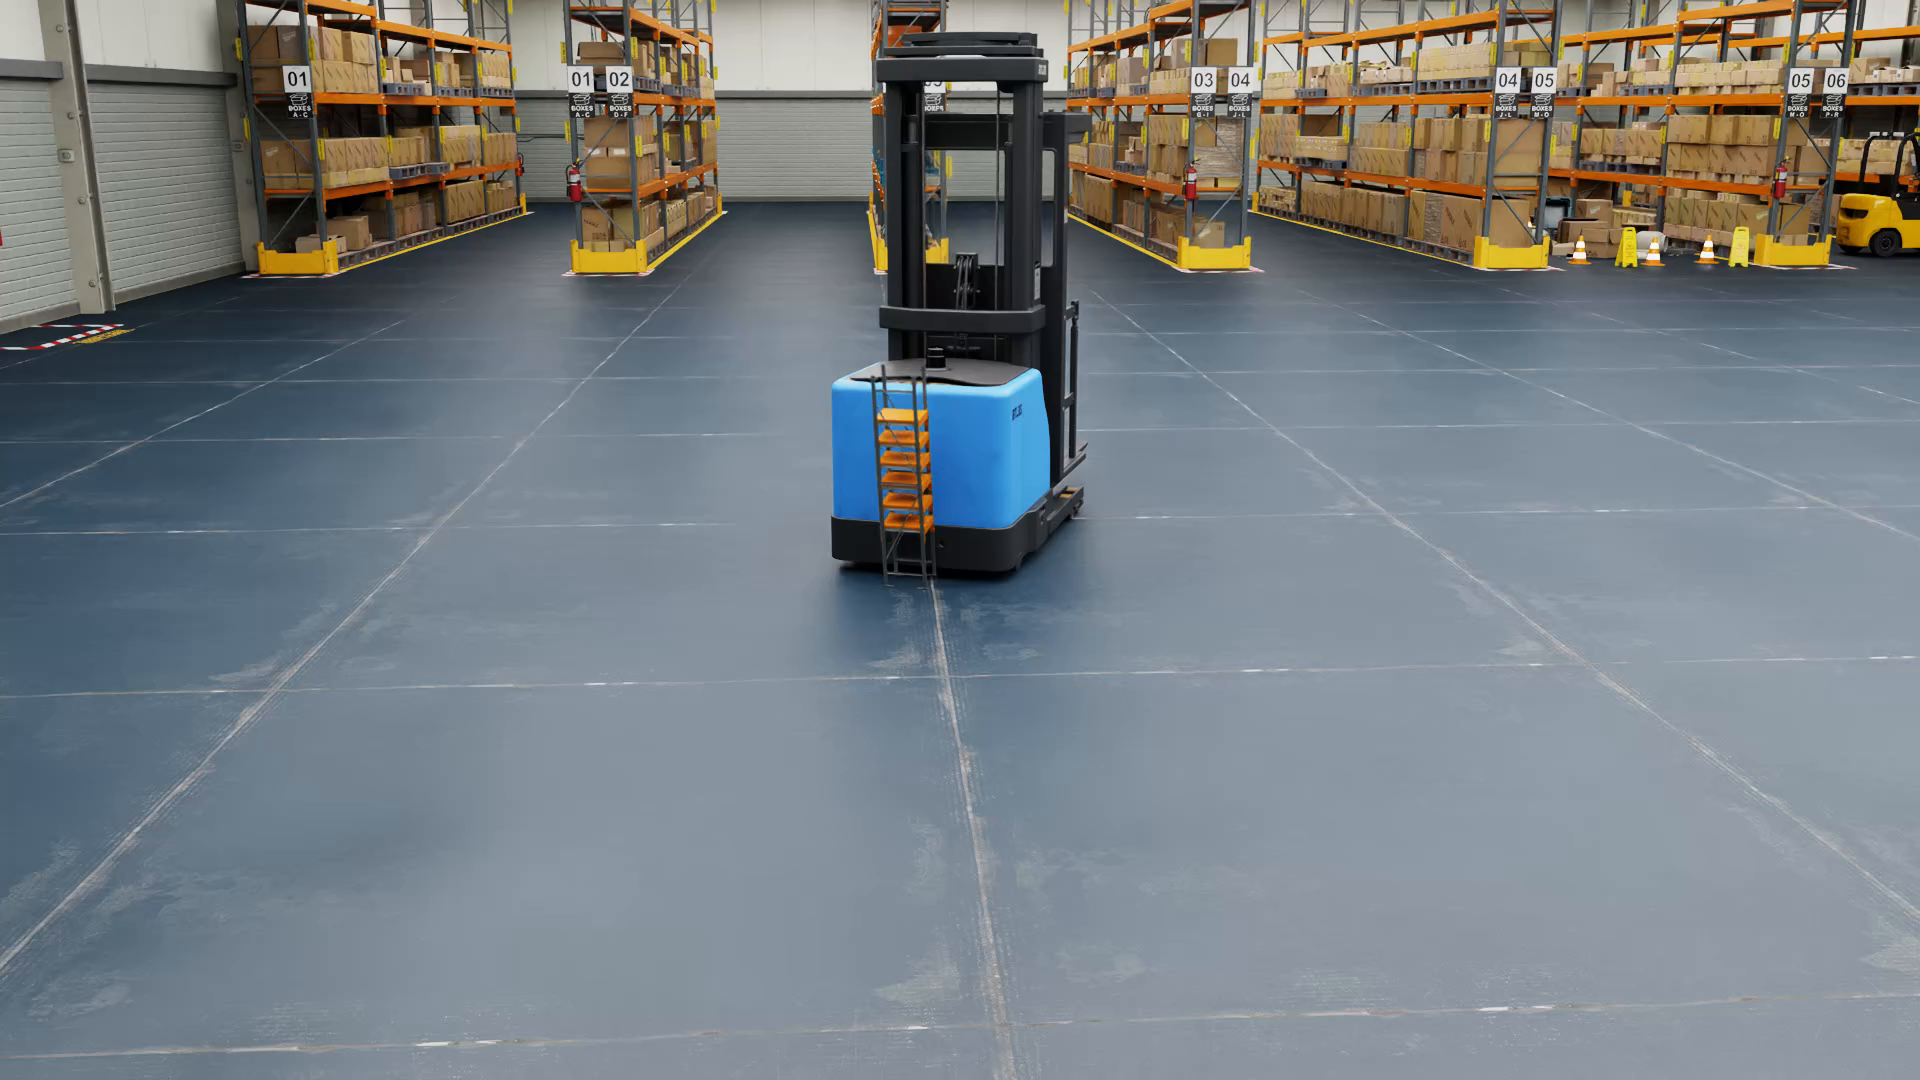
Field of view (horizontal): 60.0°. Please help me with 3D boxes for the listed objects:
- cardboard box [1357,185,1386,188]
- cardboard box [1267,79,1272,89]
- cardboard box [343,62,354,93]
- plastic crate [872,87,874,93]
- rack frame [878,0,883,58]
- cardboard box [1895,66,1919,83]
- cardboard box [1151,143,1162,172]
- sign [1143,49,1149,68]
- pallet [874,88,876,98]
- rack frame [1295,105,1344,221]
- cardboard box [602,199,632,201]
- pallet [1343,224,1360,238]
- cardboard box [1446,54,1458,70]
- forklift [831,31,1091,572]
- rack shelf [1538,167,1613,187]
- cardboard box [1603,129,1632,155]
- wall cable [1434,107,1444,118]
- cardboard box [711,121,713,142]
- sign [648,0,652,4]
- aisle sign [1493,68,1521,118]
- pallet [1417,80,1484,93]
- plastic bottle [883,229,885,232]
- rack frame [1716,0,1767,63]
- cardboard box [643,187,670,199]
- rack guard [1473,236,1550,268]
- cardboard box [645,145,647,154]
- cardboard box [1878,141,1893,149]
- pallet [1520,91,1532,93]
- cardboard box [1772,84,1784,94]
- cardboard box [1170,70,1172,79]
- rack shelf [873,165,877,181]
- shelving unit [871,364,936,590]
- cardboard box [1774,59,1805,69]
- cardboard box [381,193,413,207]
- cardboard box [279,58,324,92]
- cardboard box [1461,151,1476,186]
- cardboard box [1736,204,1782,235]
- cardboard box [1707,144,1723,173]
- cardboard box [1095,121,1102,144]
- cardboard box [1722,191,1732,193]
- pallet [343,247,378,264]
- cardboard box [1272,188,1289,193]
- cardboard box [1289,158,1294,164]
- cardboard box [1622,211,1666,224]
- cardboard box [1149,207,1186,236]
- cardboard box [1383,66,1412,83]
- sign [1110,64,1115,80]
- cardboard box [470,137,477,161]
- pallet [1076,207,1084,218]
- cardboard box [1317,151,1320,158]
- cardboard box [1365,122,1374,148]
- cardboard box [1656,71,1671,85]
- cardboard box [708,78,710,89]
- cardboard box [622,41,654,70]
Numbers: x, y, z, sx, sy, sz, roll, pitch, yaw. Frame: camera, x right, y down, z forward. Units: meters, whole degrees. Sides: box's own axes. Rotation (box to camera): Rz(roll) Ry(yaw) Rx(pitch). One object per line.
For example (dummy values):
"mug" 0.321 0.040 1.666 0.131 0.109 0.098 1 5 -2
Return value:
"cardboard box" 8.875 -7.535 35.960 0.500 0.250 0.500 -2 15 -6
"cardboard box" 7.981 -11.372 41.485 0.500 0.250 0.500 -1 14 -4
"cardboard box" -10.476 -7.727 27.778 0.500 0.500 0.500 0 14 0
"plastic crate" -1.891 -10.705 39.830 0.437 0.282 0.530 -1 14 -3
"rack frame" -0.977 -9.786 30.003 1.000 3.000 0.127 -1 14 -3
"cardboard box" 18.524 -9.026 32.201 0.500 0.311 0.500 -1 14 -5
"cardboard box" 3.929 -6.912 30.074 0.875 0.500 0.500 -1 14 -3
"sign" 3.413 -8.842 30.523 0.100 0.325 0.005 -1 14 -3
"pallet" -1.326 -10.038 37.381 1.213 0.211 1.003 -1 14 -3
"rack frame" 8.428 -8.998 38.980 1.000 3.000 0.127 -1 14 -3
"cardboard box" -6.204 -5.920 30.186 0.500 0.500 0.500 -1 14 -3
"pallet" 8.649 -6.456 34.695 1.003 0.211 1.213 -1 14 -3
"cardboard box" 8.771 -8.282 28.836 0.500 0.250 0.500 -1 14 -3
"forklift" 0.171 -1.569 10.241 1.130 2.935 3.031 4 15 15
"rack shelf" 13.486 -8.254 37.531 1.077 0.370 4.000 -1 14 -3
"cardboard box" 13.486 -8.124 33.941 0.500 0.500 0.500 -1 14 -2
"wall cable" 14.157 -12.014 48.660 0.588 1.984 0.122 -1 14 -3
"cardboard box" -6.293 -9.962 40.516 0.500 0.500 0.500 0 14 -2
"sign" -6.959 -12.187 37.301 0.100 0.325 0.005 -1 14 -3
"aisle sign" 8.876 -7.251 26.970 0.394 0.787 0.004 -1 14 -3
"pallet" 8.964 -8.215 30.093 1.003 0.211 1.213 -1 14 -3
"plastic bottle" -1.291 -5.405 29.447 0.144 0.351 0.185 0 14 -1
"rack frame" 18.316 -12.083 38.929 1.000 3.000 0.127 -1 14 -3
"cardboard box" -6.468 -7.409 35.430 0.500 0.250 0.500 0 14 -1
"rack guard" 9.173 -4.798 27.669 1.175 0.500 0.348 -1 14 -3
"cardboard box" -5.593 -6.722 28.629 0.380 0.149 0.250 0 14 -2
"cardboard box" 18.424 -7.821 32.901 0.380 0.149 0.250 -1 14 -5
"pallet" 13.468 -10.233 38.142 0.805 0.209 1.217 -1 15 -6
"cardboard box" 13.804 -7.531 27.761 0.380 0.149 0.250 -1 14 -3
"cardboard box" 3.848 -8.058 28.805 0.380 0.149 0.250 -1 14 -2
"rack shelf" -1.348 -8.025 36.639 1.077 0.370 4.000 -1 14 -3
"shelving unit" -0.296 -0.327 8.858 0.258 1.200 0.189 4 24 15
"cardboard box" 13.790 -7.912 27.643 0.380 0.149 0.250 -1 14 -3
"cardboard box" -11.006 -6.640 32.441 0.500 0.250 0.500 -1 14 -4
"cardboard box" -10.388 -7.331 26.239 0.500 0.500 0.500 -1 14 -2
"cardboard box" 9.047 -6.315 28.248 0.875 0.550 0.550 -1 14 -3
"cardboard box" 13.796 -5.546 28.731 0.500 0.500 0.500 -1 14 -3
"cardboard box" 13.731 -6.814 29.693 0.500 0.500 0.500 -1 14 -3
"cardboard box" 3.519 -9.323 38.026 0.797 0.503 0.637 -1 14 -5
"cardboard box" 18.164 -7.914 38.940 0.500 0.500 0.500 -1 14 -4
"pallet" -10.709 -4.907 28.674 1.003 0.211 1.213 -1 14 -3
"cardboard box" 8.004 -8.708 41.535 0.380 0.149 0.250 0 14 -1
"cardboard box" 8.052 -9.007 39.516 0.380 0.149 0.250 -1 14 -5
"cardboard box" 13.775 -6.350 33.119 0.950 0.372 0.625 0 14 0
"cardboard box" 3.950 -6.113 31.899 0.700 0.500 0.500 -2 15 -8
"cardboard box" 8.595 -9.103 32.501 0.500 0.311 0.500 -1 14 -5
"sign" 3.165 -9.687 34.440 0.100 0.325 0.005 -1 14 -3
"cardboard box" -11.039 -8.682 36.913 0.500 0.500 0.500 -1 14 -3
"pallet" 3.424 -8.091 41.049 1.003 0.211 1.213 -1 14 -3
"cardboard box" 8.112 -8.520 36.782 0.380 0.149 0.250 0 14 -2
"cardboard box" 8.726 -8.299 34.053 0.700 0.500 0.500 -1 14 -4
"cardboard box" 13.677 -8.837 31.790 0.500 0.250 0.500 -1 14 -5
"cardboard box" -6.319 -11.039 40.190 0.500 0.250 0.500 -1 14 -3
"cardboard box" -5.919 -8.906 30.554 0.500 0.500 0.500 -1 14 -3
